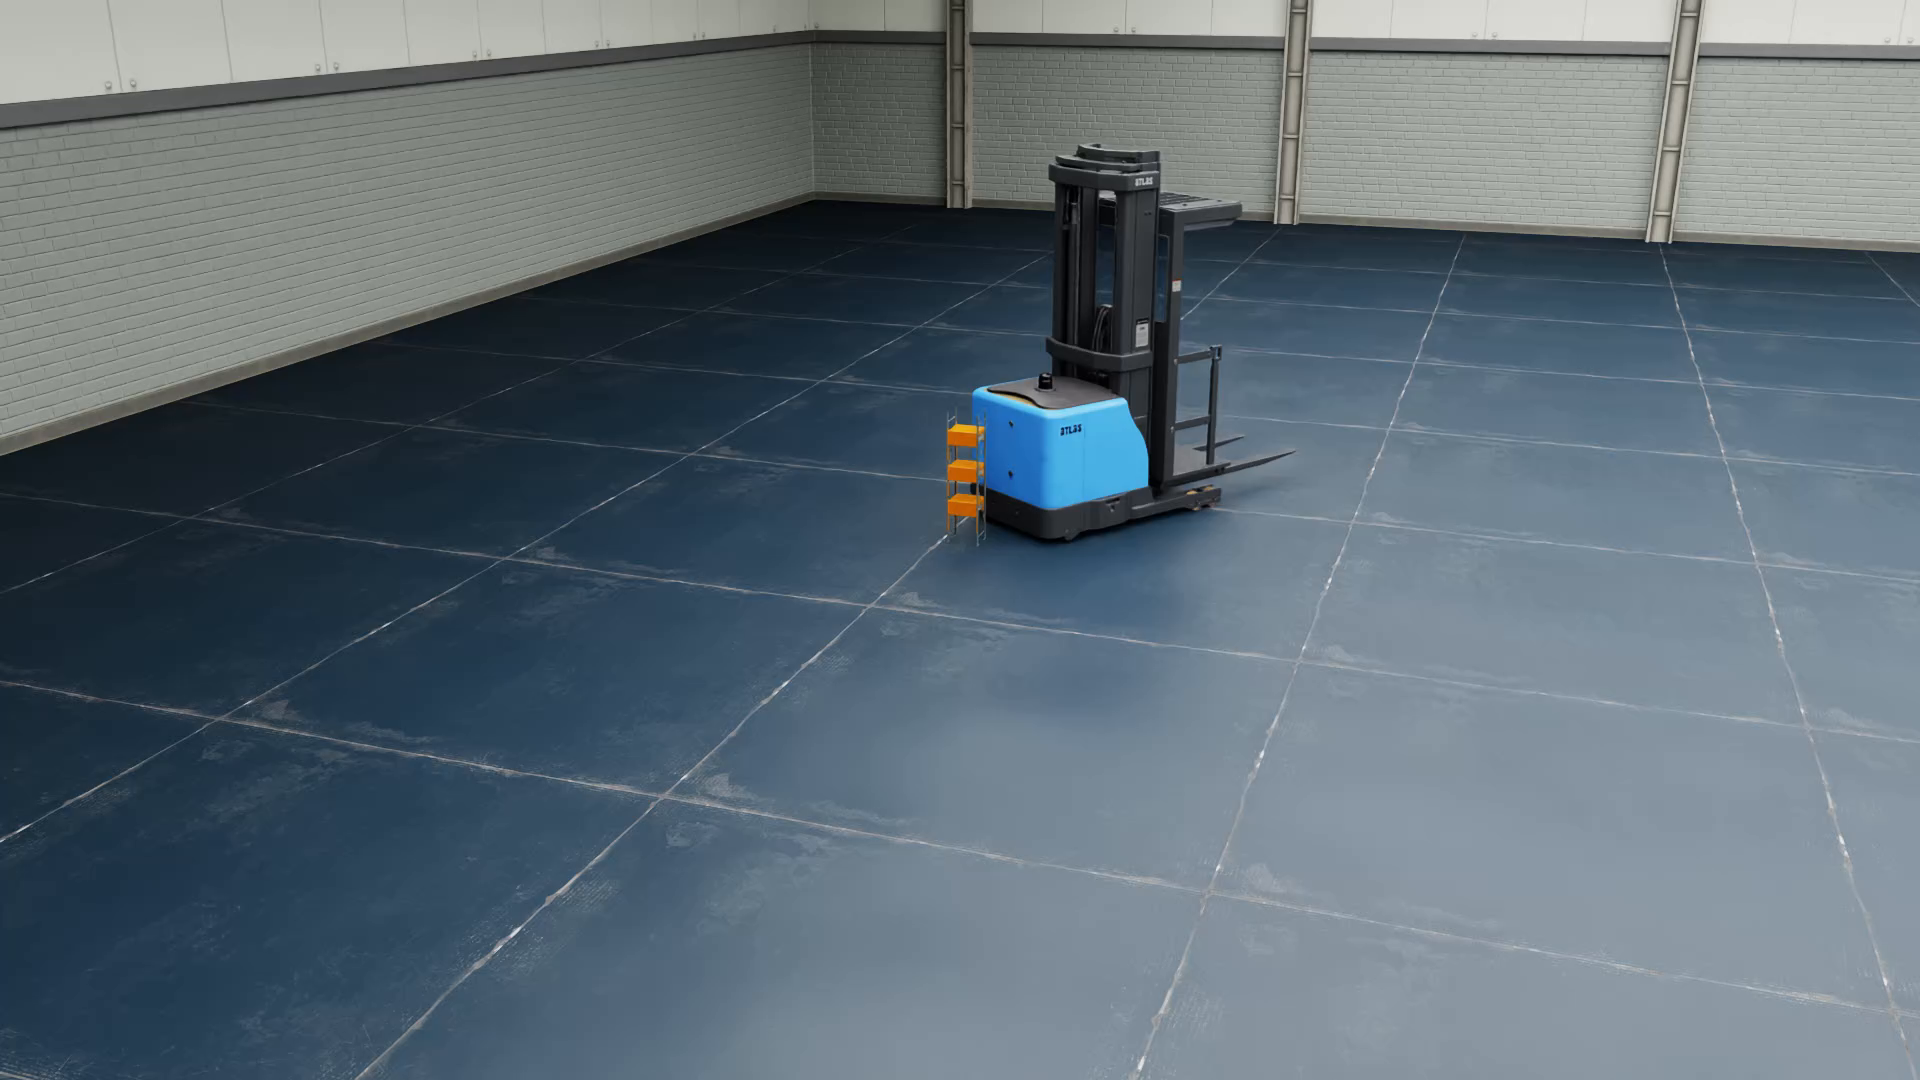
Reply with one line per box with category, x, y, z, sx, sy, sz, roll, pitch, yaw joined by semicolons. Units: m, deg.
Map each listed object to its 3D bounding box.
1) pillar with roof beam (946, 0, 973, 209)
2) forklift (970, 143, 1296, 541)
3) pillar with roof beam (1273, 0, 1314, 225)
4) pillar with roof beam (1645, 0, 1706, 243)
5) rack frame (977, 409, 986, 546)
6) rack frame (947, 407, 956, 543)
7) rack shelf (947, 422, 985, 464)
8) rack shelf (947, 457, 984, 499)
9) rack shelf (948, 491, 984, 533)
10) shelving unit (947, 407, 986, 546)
pillar with roof beam;-1.420;-9.055;25.383;0.400;9.000;9.100;7;20;18
forklift;1.562;-1.748;13.639;3.031;2.935;1.130;-14;24;-35
pillar with roof beam;4.248;-8.407;23.524;0.400;9.000;9.100;7;20;18
pillar with roof beam;9.916;-7.759;21.665;0.400;9.000;9.100;7;20;18
rack frame;0.166;-0.477;12.849;0.008;1.050;0.200;7;20;18
rack frame;-0.065;-0.503;12.925;0.008;1.050;0.200;7;20;18
rack shelf;0.051;-0.748;12.797;0.240;0.259;0.215;7;20;18
rack shelf;0.051;-0.480;12.890;0.240;0.259;0.215;7;20;18
rack shelf;0.051;-0.218;12.982;0.240;0.259;0.215;7;20;18
shelving unit;0.051;-0.490;12.887;0.252;1.050;0.215;7;20;18
